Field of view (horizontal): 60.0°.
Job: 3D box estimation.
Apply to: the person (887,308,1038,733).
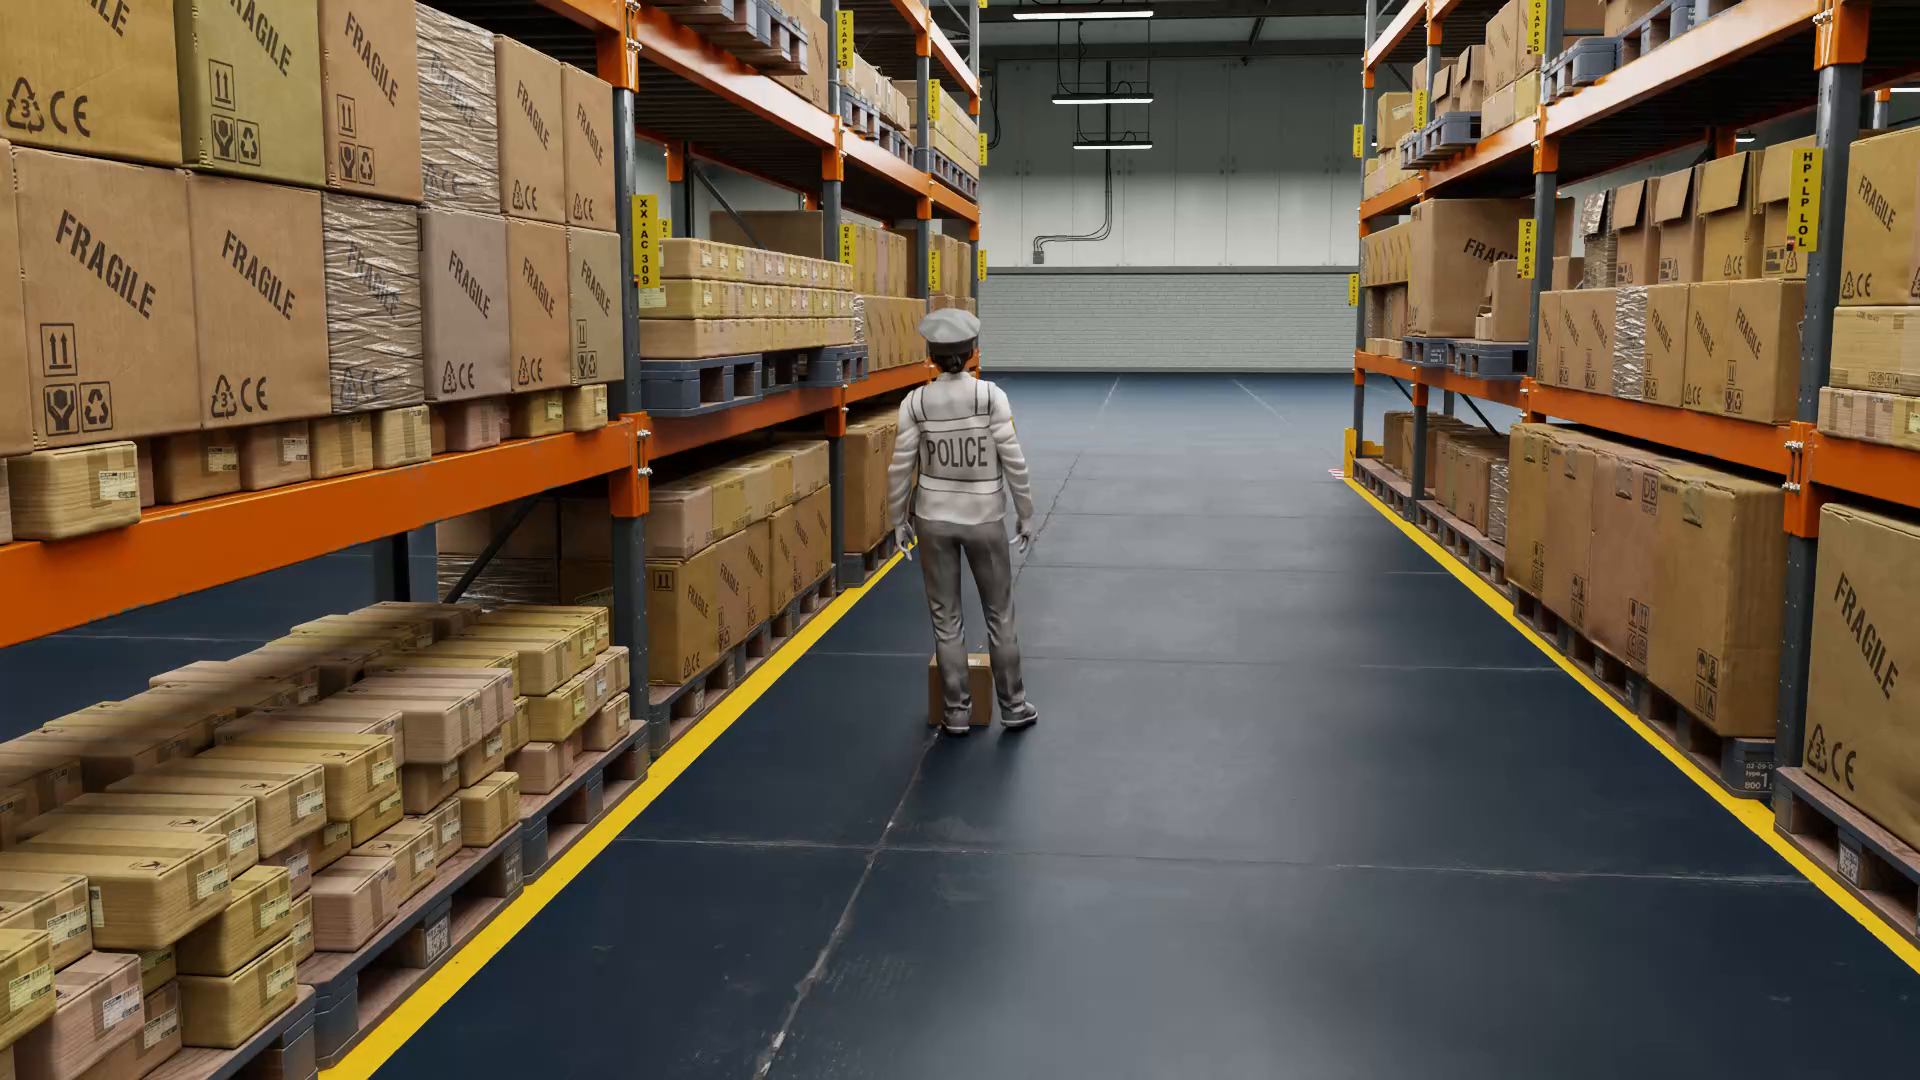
[{"bbox_3d":[0.011,-0.073,6.650,0.587,1.696,0.534,1,8,6],"label":"person"}]
